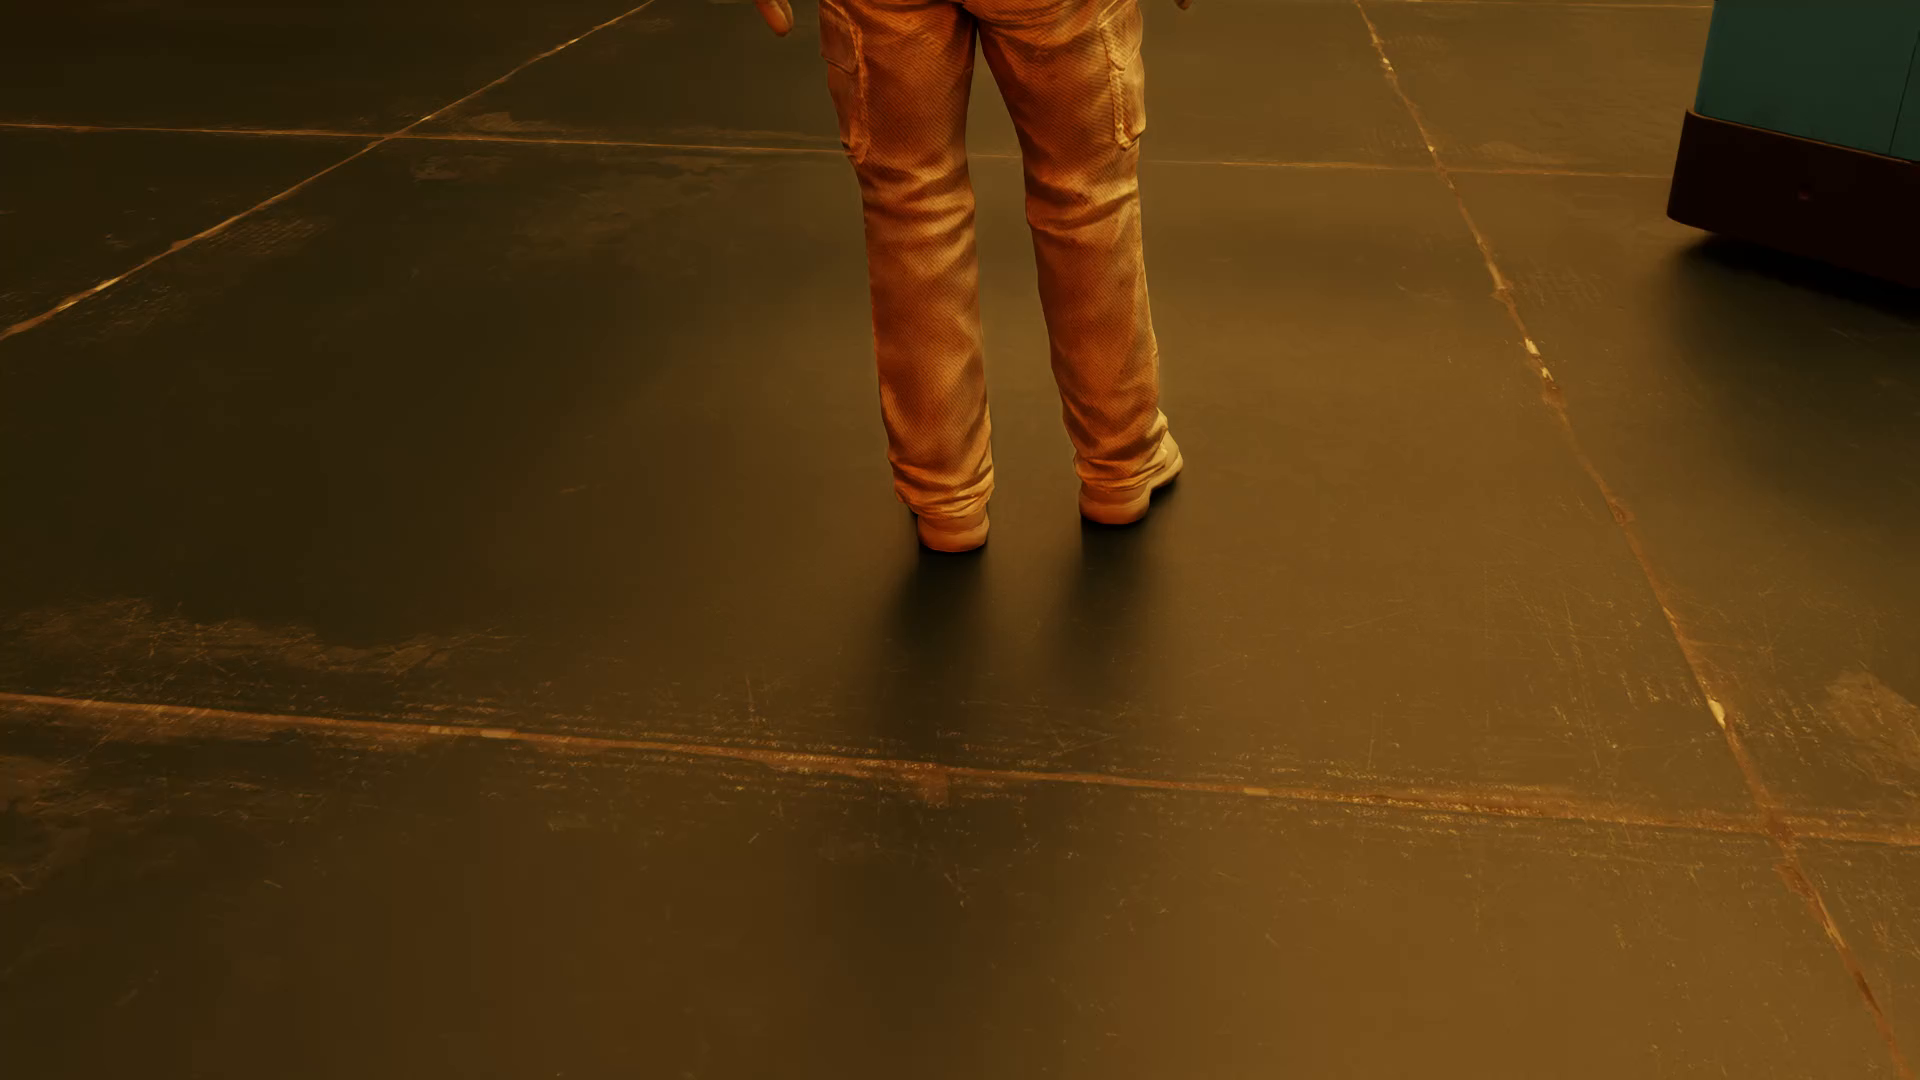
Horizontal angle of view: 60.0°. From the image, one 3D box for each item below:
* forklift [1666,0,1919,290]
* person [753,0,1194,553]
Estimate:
[{"bbox_3d":[3.159,-2.150,3.527,3.031,2.935,1.130,-15,30,-27],"label":"forklift"},{"bbox_3d":[0.018,-0.836,2.162,0.657,1.785,0.575,3,27,7],"label":"person"}]
